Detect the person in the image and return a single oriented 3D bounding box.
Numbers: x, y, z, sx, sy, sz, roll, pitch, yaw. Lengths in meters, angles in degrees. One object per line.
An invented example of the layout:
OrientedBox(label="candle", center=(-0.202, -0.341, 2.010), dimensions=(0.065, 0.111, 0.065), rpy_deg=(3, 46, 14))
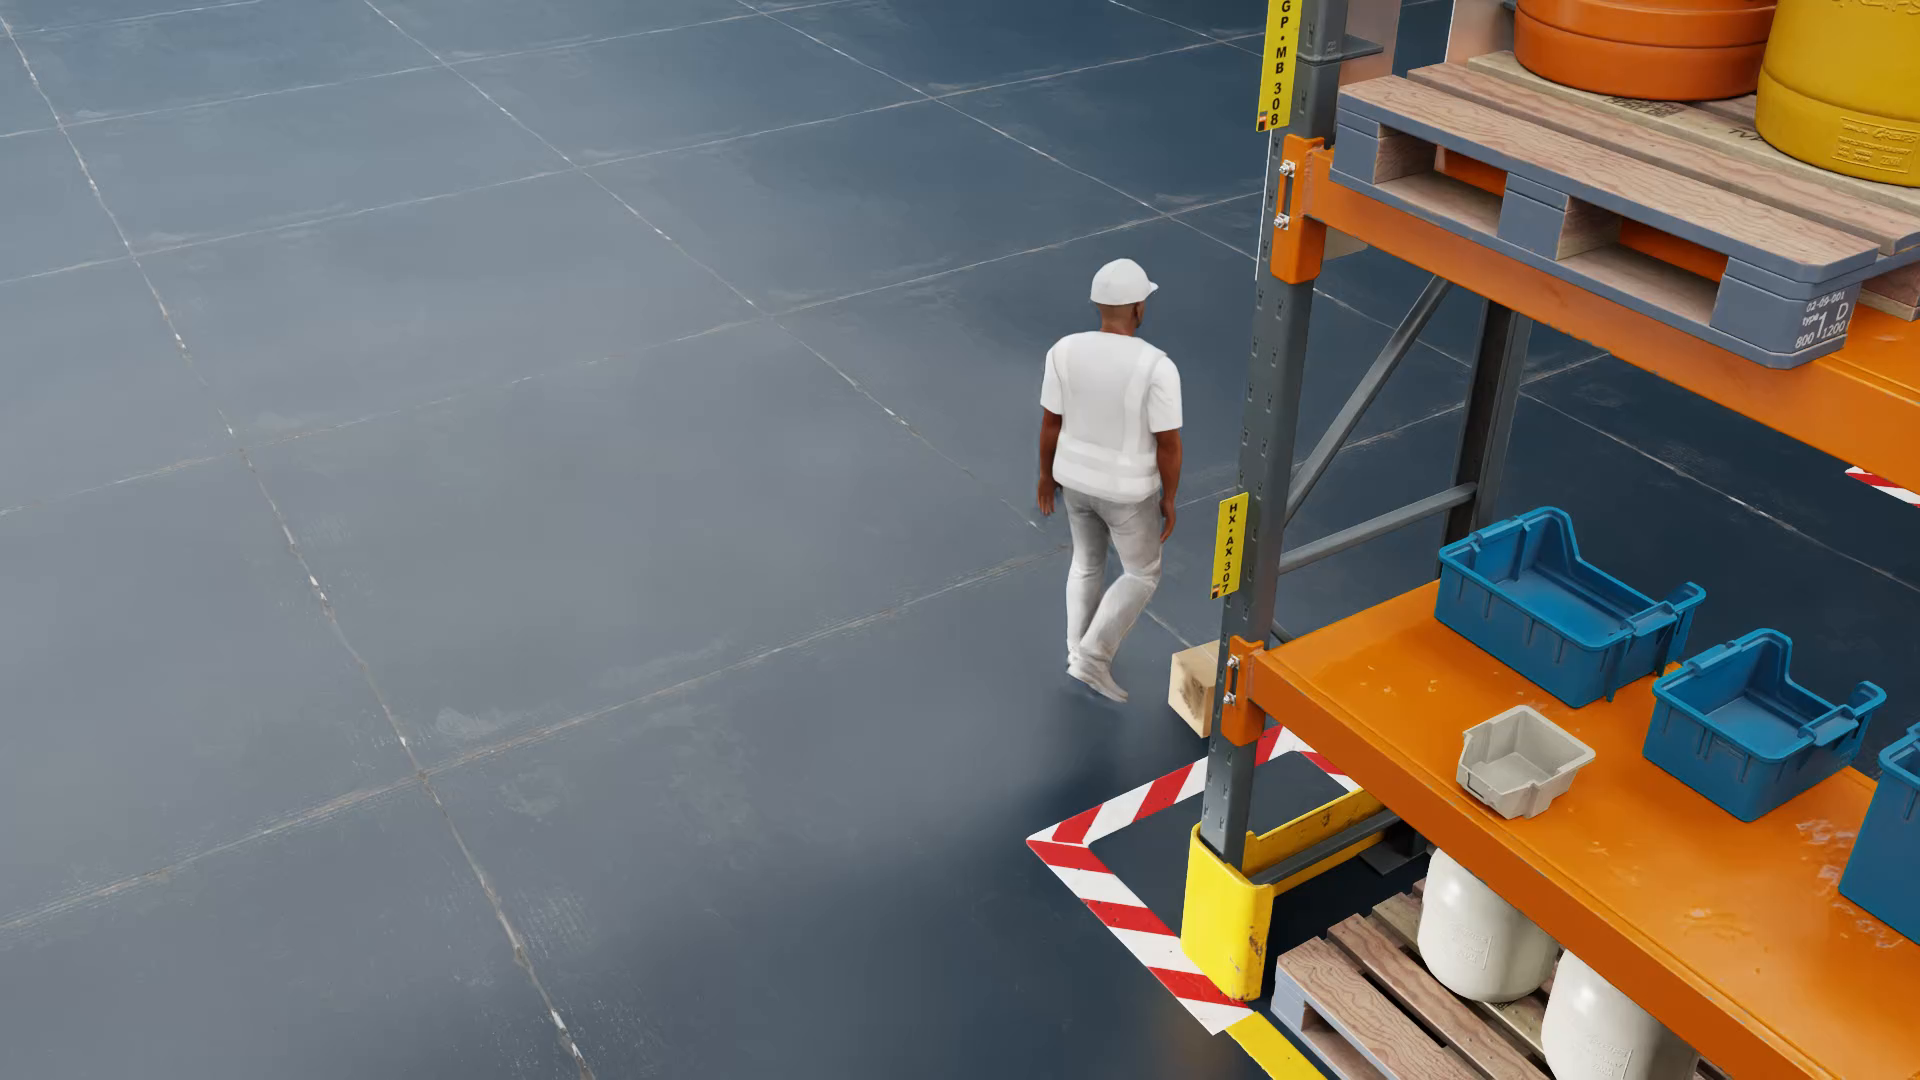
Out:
OrientedBox(label="person", center=(0.535, -0.178, 6.381), dimensions=(0.598, 1.752, 0.717), rpy_deg=(18, 36, 25))
